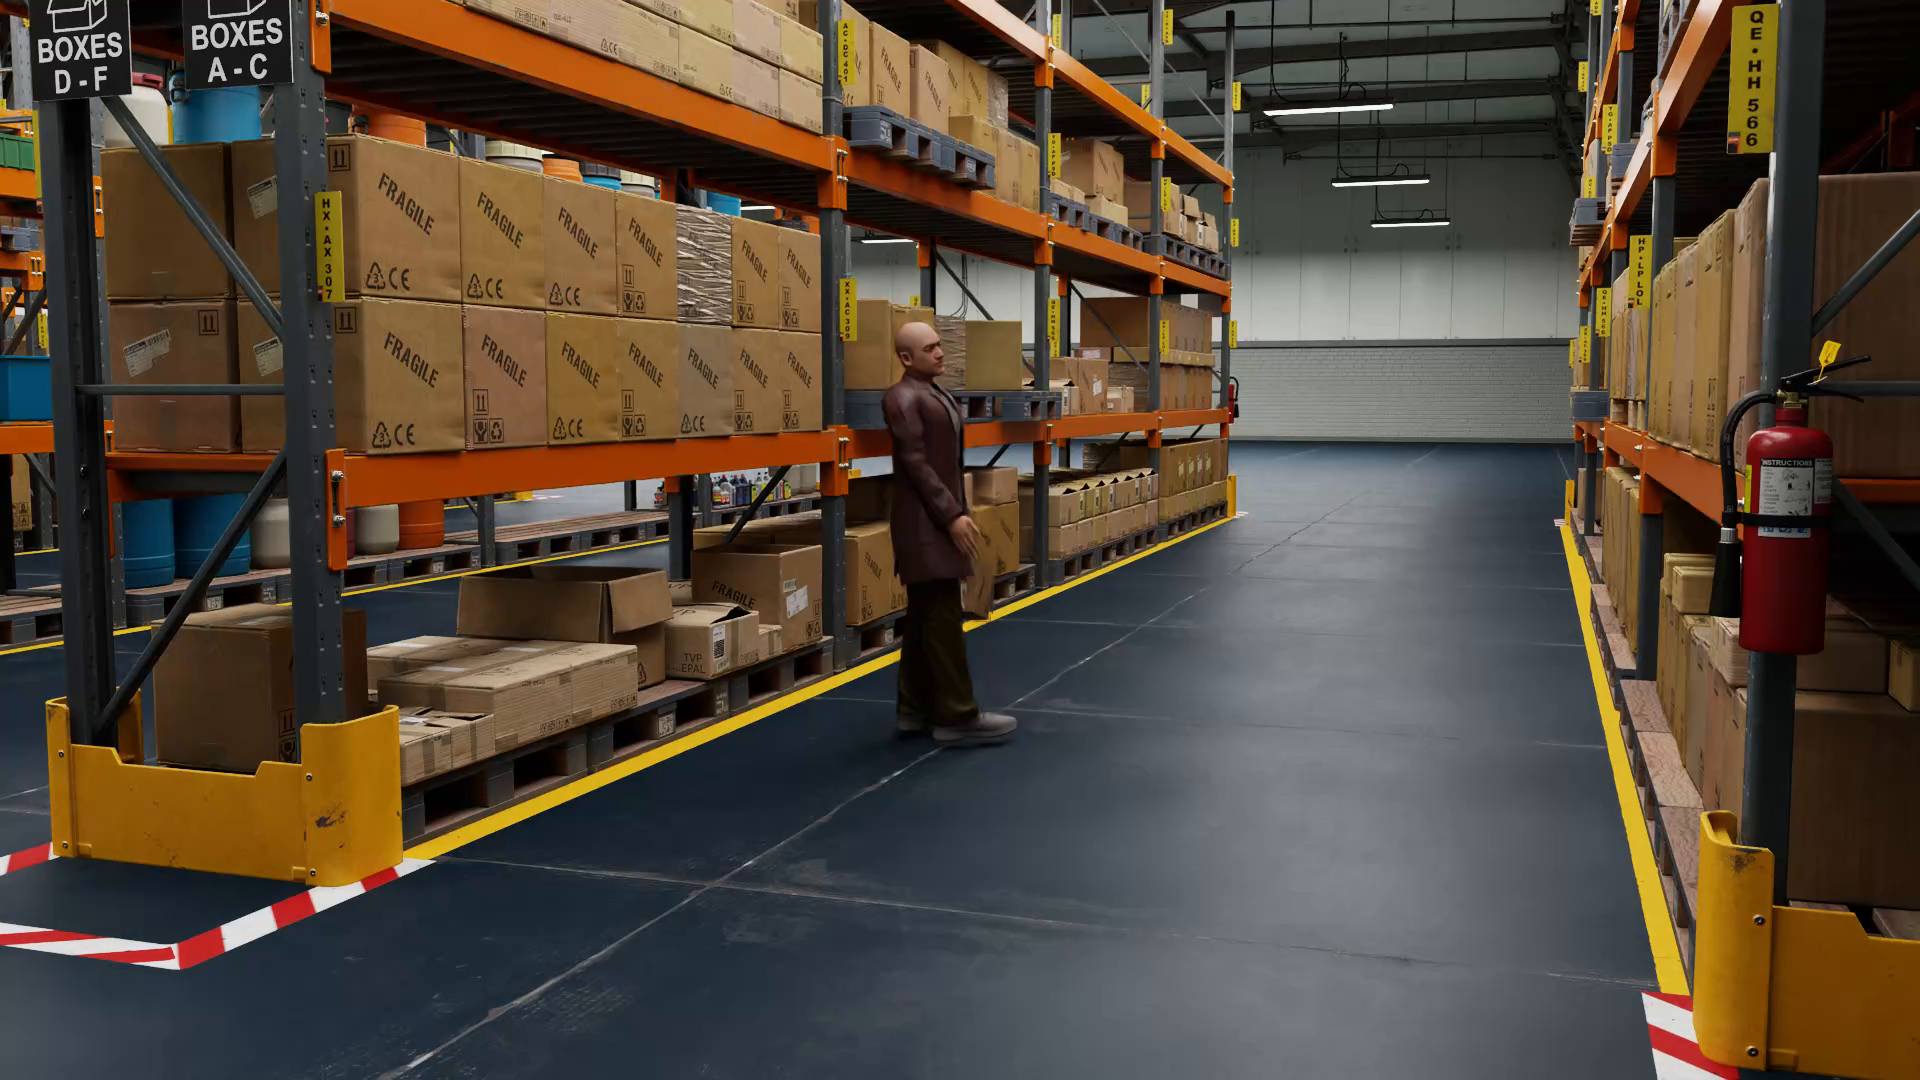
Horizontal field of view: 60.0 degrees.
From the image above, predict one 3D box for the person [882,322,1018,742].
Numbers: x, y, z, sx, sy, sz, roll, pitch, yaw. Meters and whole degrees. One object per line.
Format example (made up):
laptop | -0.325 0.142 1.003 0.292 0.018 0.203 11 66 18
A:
person | -0.022 -0.041 7.155 0.568 1.782 0.582 1 5 8
